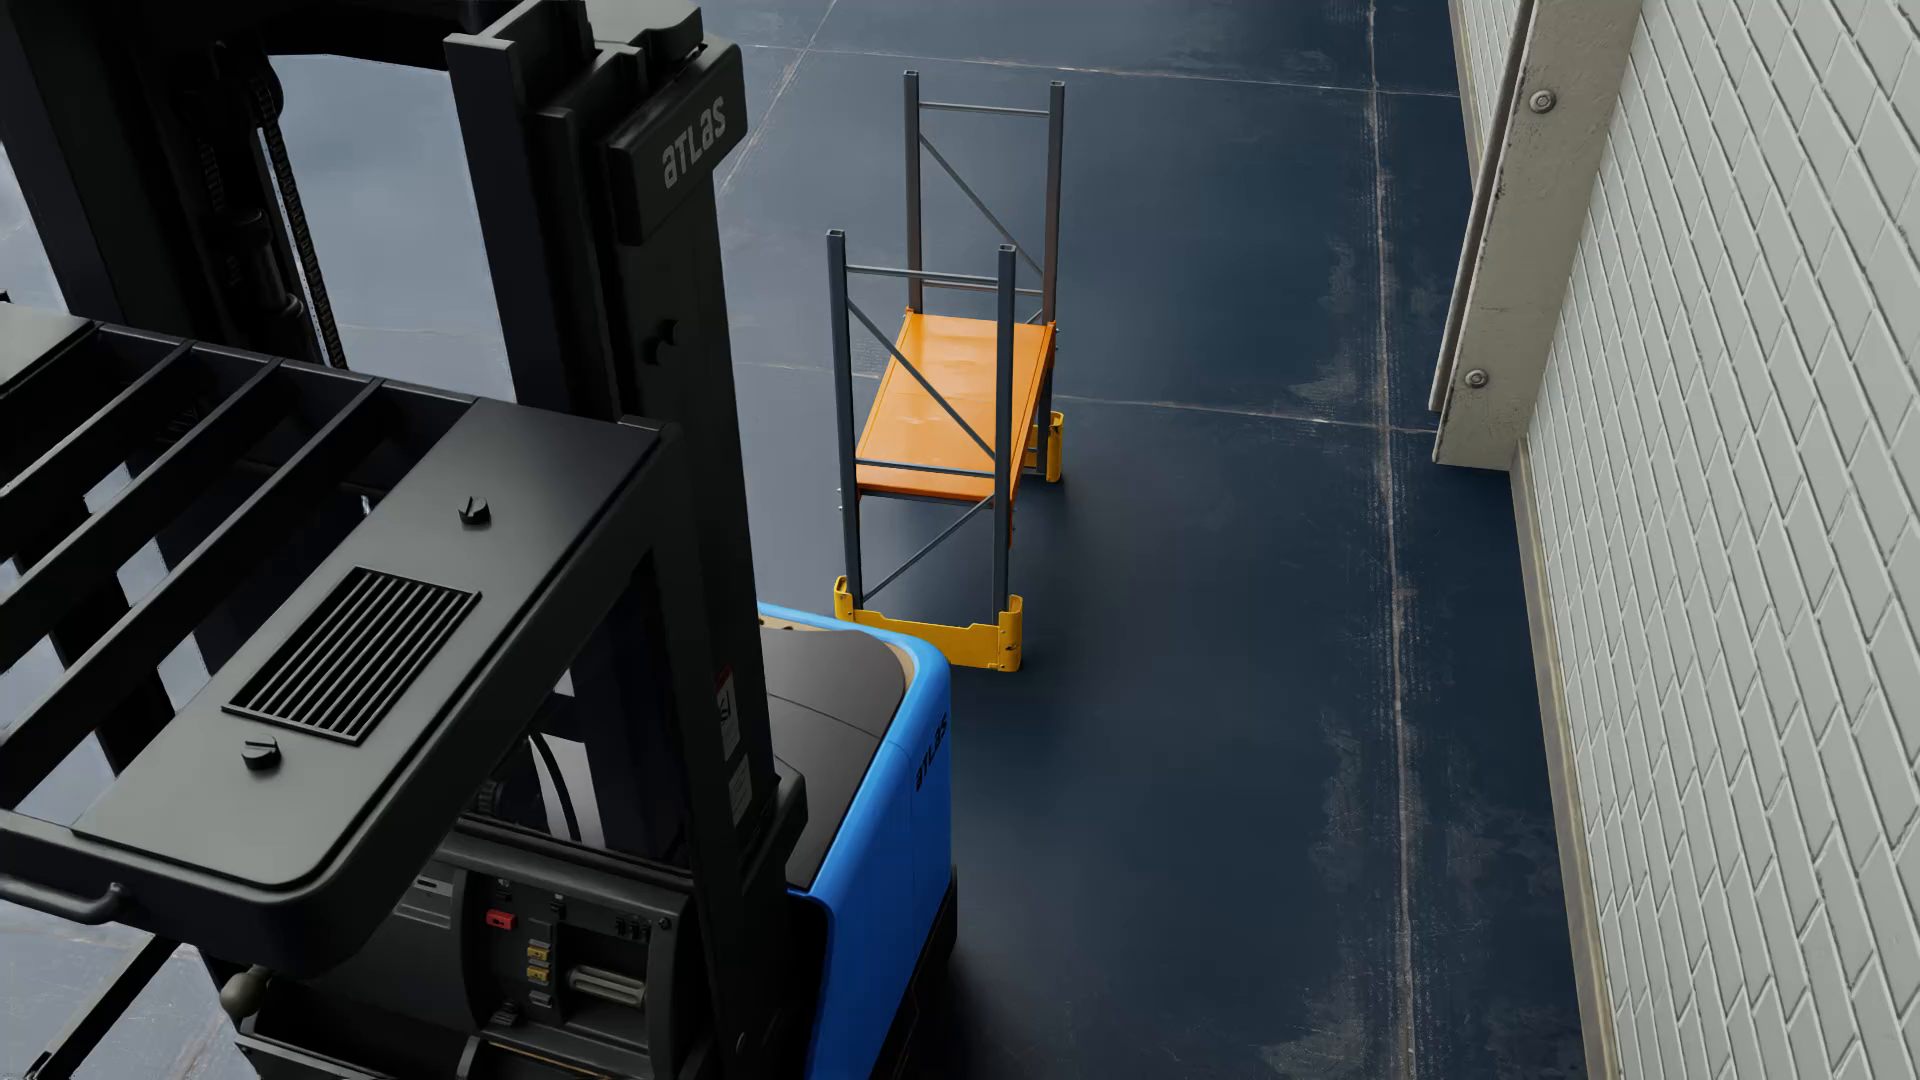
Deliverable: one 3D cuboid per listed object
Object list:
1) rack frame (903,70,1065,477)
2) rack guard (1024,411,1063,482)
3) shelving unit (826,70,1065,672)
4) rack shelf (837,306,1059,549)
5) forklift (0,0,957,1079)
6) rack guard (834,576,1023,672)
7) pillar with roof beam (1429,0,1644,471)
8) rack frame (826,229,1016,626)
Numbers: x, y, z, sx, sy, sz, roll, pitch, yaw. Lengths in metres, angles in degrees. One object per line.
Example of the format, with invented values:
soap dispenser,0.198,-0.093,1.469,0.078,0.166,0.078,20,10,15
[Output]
rack frame,0.073,-0.844,5.593,0.500,1.500,0.032,6,40,8
rack guard,0.073,-0.361,5.991,0.587,0.250,0.087,6,40,8
shelving unit,-0.013,-0.530,5.214,0.587,1.500,1.083,6,40,8
rack shelf,-0.015,-0.386,5.322,0.538,0.185,1.000,6,40,8
forklift,-0.946,0.730,2.566,1.130,2.935,3.031,12,41,14
rack guard,-0.099,0.264,5.234,0.587,0.250,0.087,6,40,8
pillar with roof beam,-2.321,-4.332,3.928,9.100,9.000,0.400,6,40,8
rack frame,-0.103,-0.205,4.821,0.500,1.500,0.032,6,40,8
